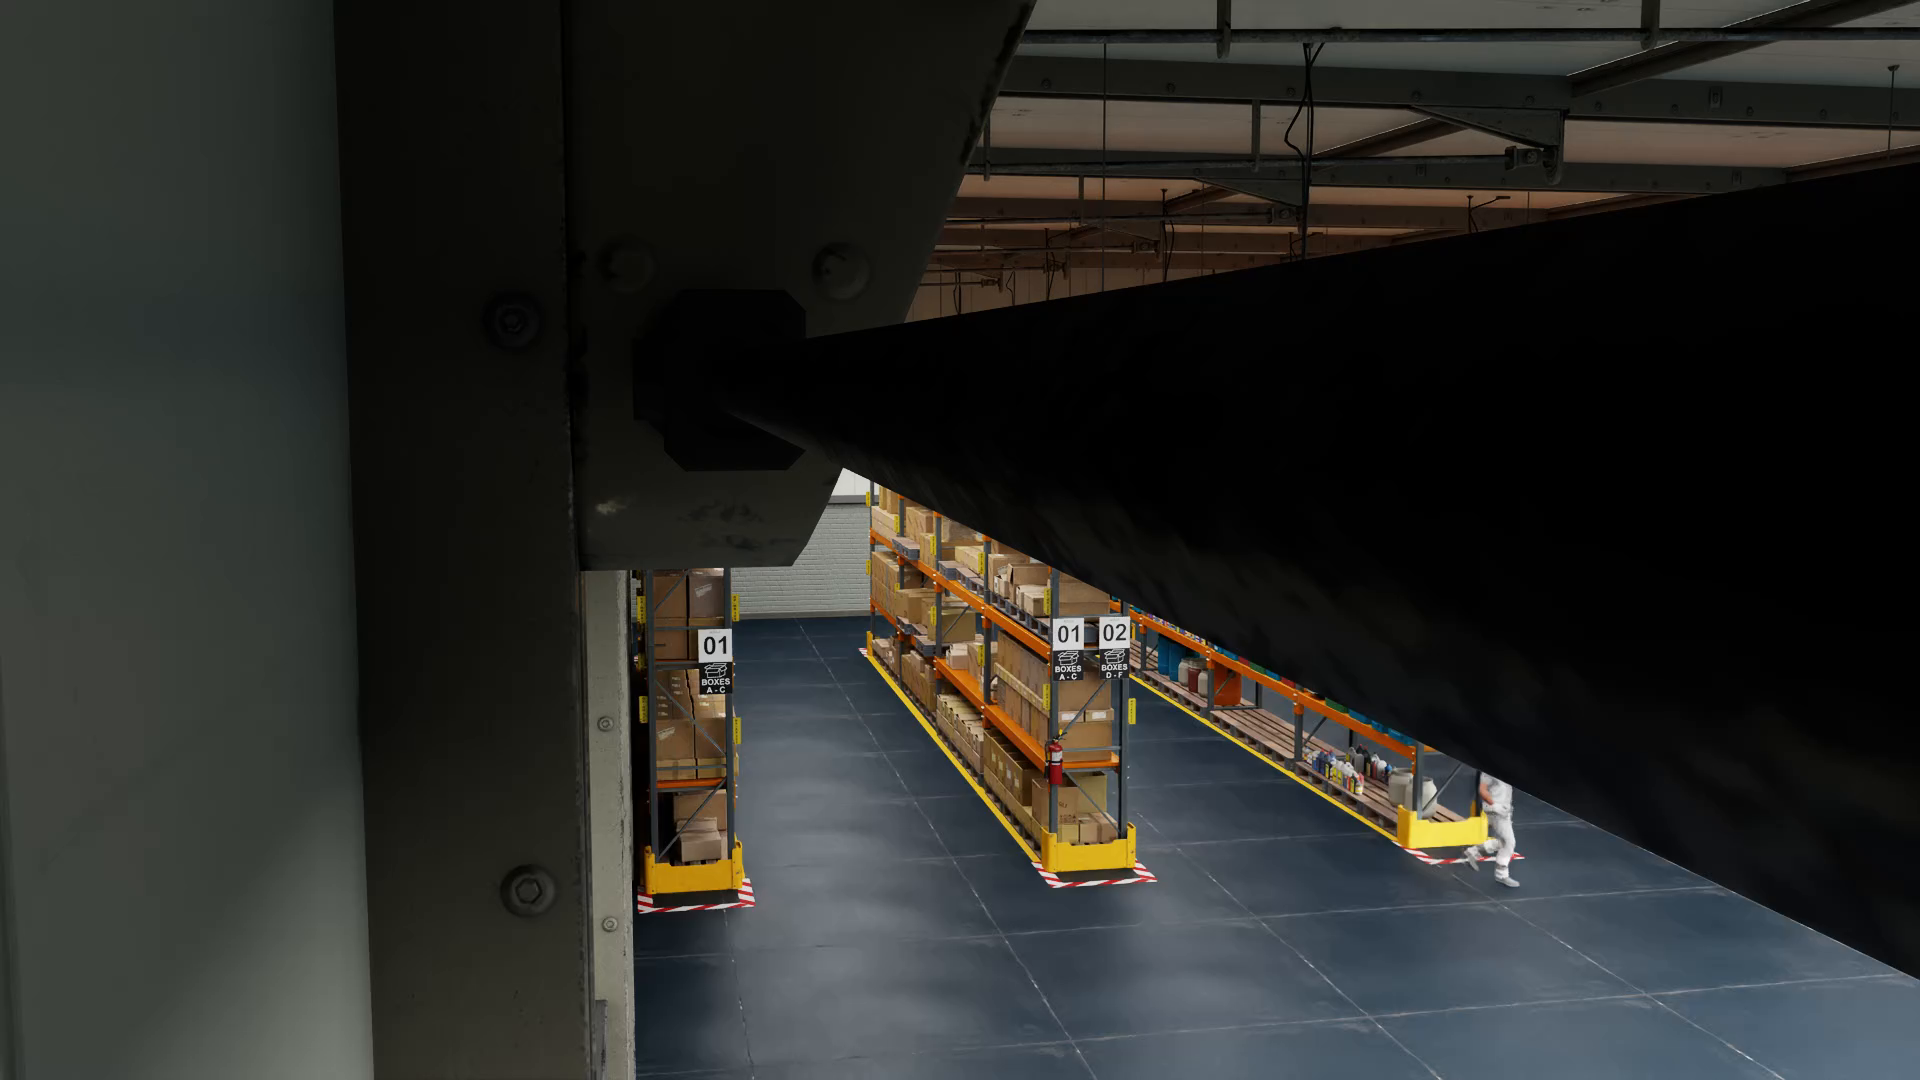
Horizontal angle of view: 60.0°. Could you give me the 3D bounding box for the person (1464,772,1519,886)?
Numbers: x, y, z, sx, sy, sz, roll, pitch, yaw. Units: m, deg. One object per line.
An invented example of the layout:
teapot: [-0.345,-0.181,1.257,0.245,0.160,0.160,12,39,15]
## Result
person: [6.569,3.337,20.457,0.686,1.761,0.684,4,7,31]
